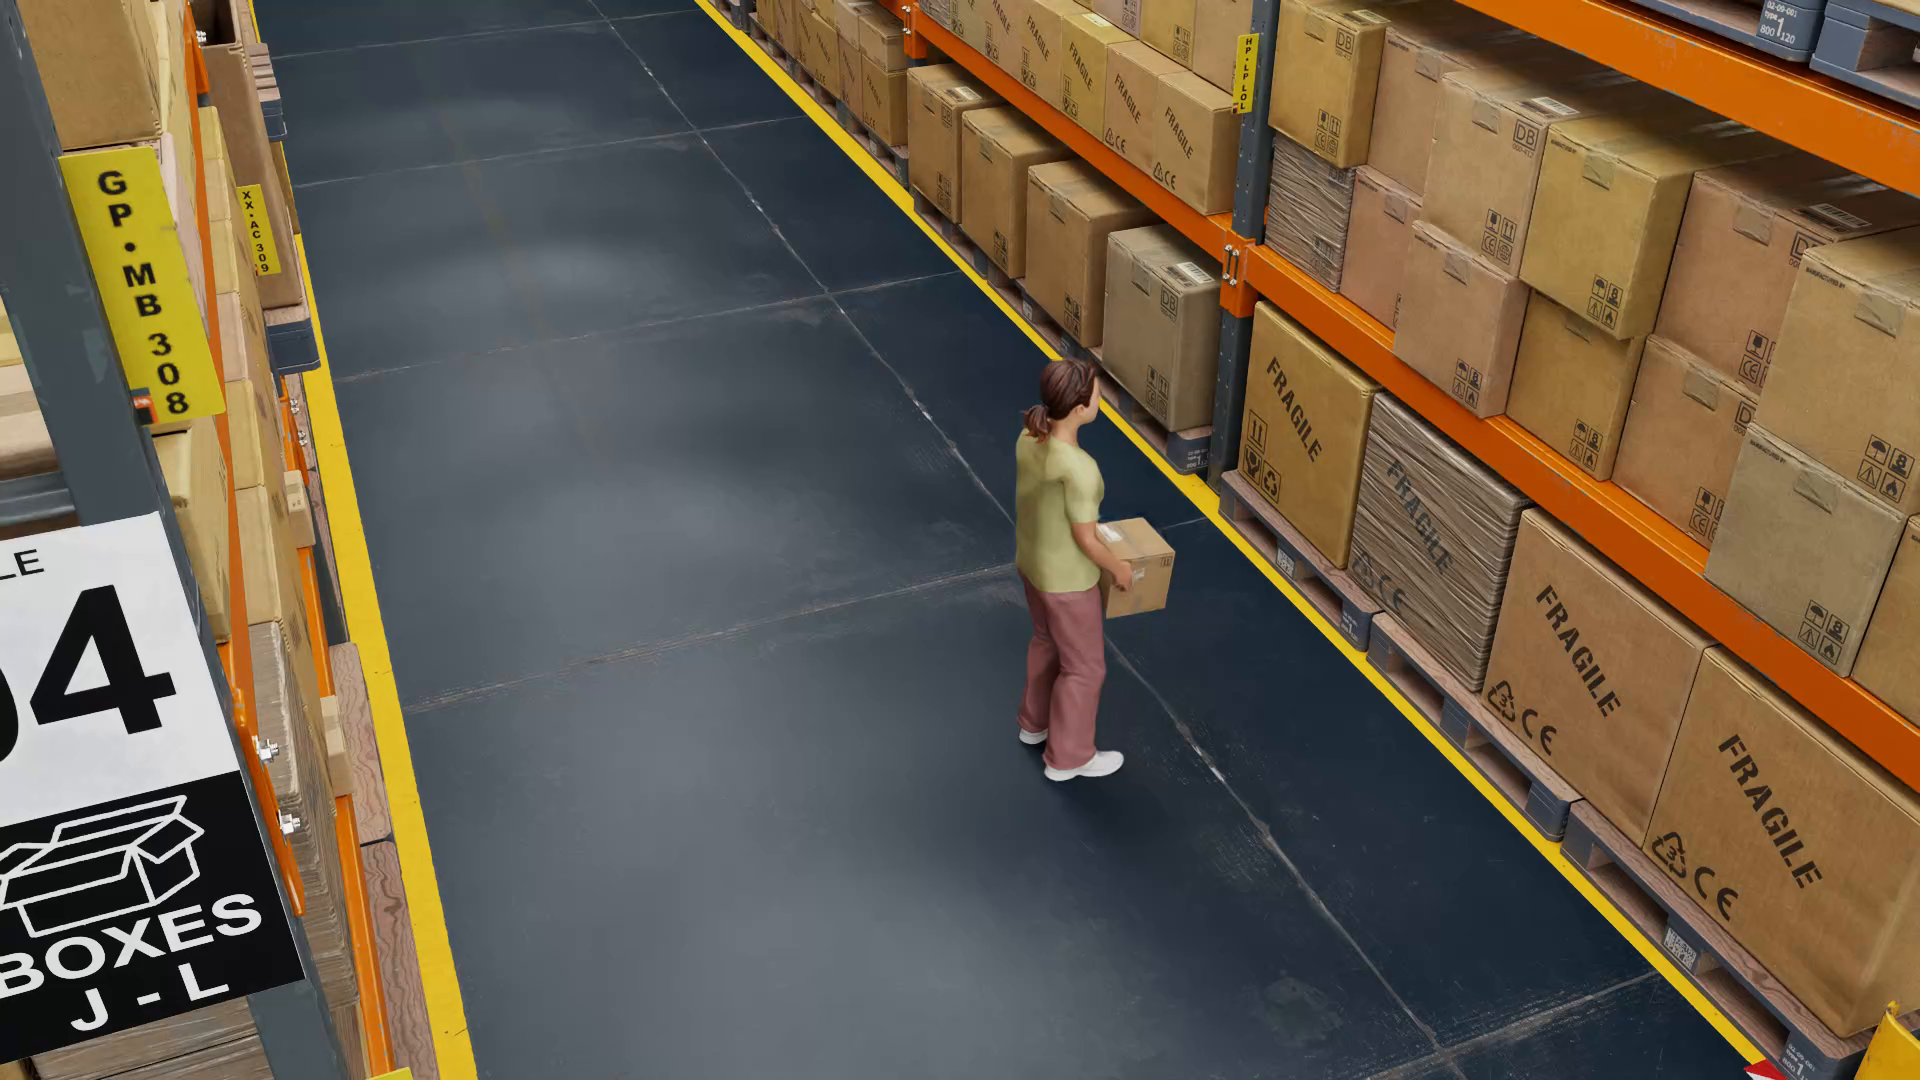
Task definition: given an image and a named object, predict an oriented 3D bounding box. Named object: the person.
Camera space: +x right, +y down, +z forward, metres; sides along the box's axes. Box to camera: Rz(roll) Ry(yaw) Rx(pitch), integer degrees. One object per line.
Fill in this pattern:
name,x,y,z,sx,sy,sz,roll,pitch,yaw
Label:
person,0.388,0.103,5.983,0.398,1.676,0.472,-14,36,-20
